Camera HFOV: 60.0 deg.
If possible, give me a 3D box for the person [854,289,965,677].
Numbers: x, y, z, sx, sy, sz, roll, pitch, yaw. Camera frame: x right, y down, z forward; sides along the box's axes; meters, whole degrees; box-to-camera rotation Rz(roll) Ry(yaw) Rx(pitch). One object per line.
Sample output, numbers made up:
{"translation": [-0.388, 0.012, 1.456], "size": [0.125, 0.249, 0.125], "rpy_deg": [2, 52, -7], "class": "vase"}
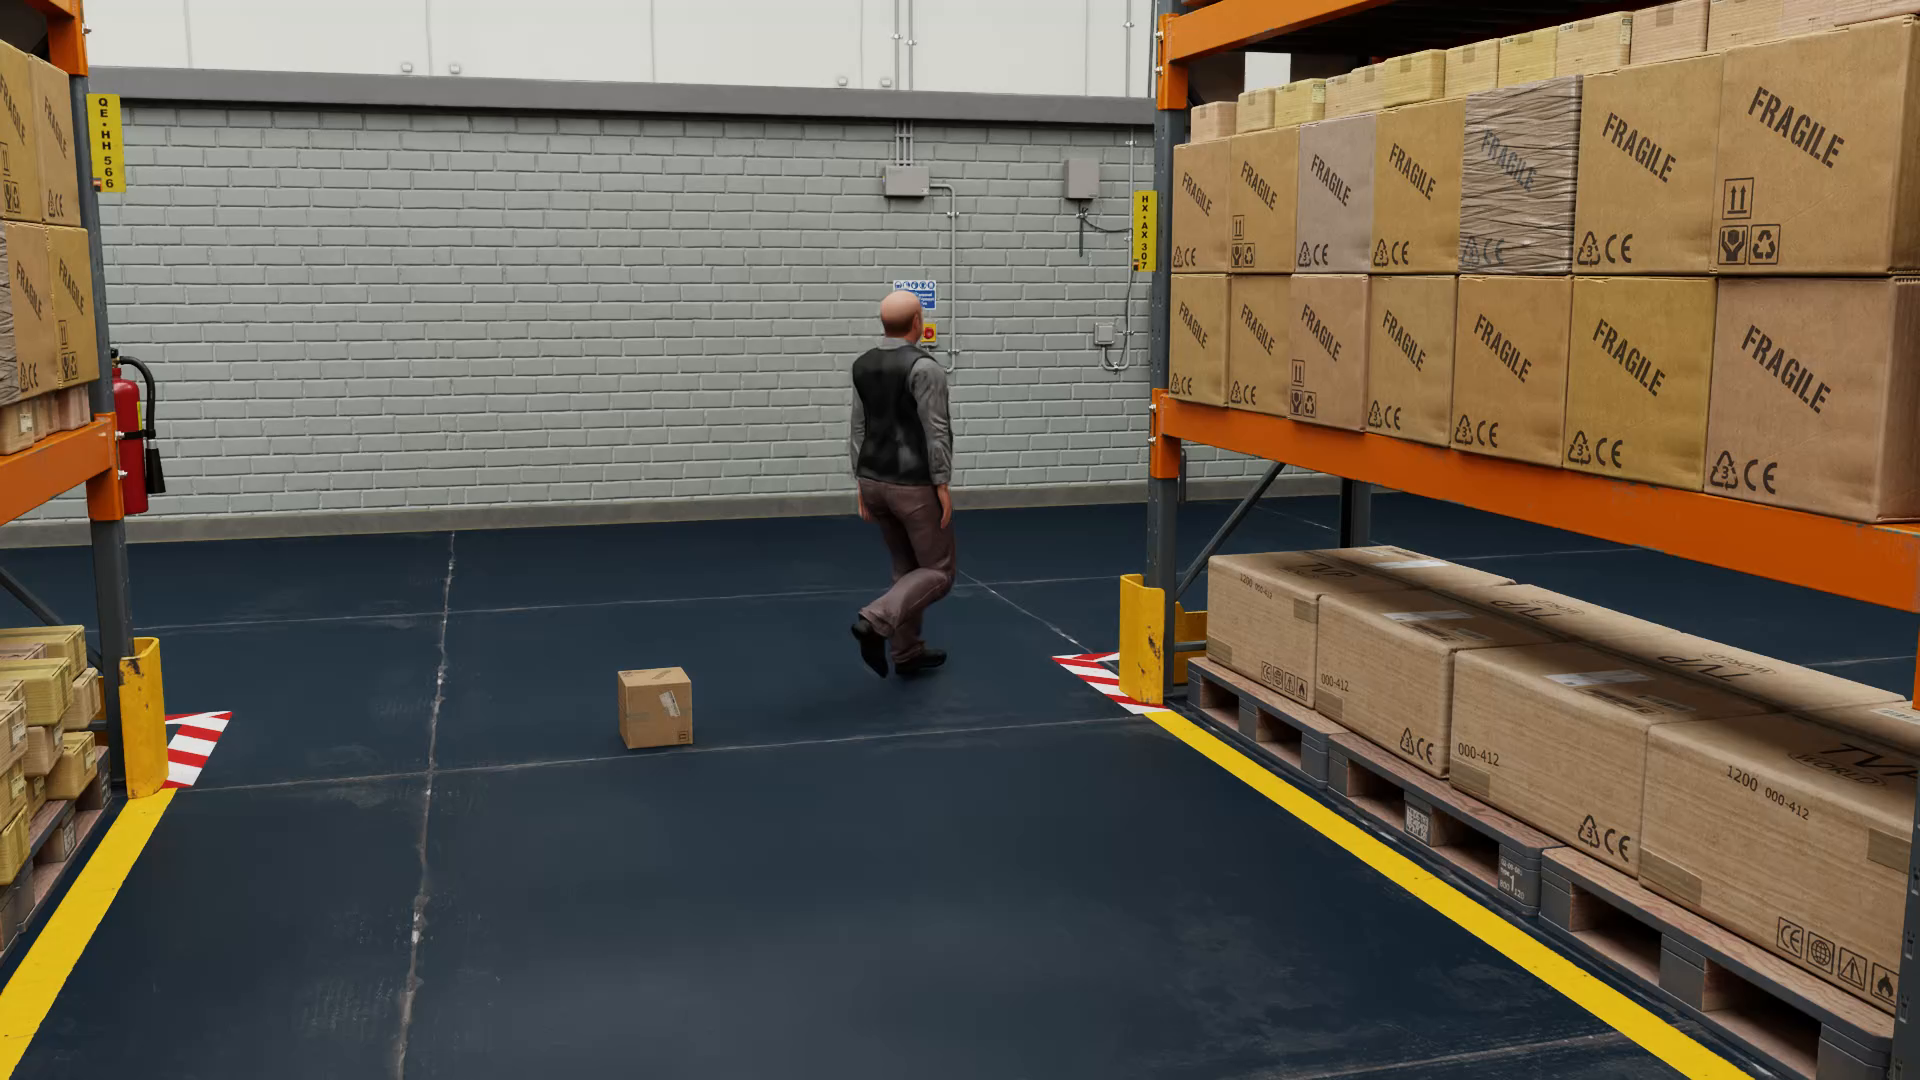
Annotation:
{"translation": [-0.255, -0.233, 7.272], "size": [0.542, 1.709, 0.646], "rpy_deg": [9, 13, 43], "class": "person"}
